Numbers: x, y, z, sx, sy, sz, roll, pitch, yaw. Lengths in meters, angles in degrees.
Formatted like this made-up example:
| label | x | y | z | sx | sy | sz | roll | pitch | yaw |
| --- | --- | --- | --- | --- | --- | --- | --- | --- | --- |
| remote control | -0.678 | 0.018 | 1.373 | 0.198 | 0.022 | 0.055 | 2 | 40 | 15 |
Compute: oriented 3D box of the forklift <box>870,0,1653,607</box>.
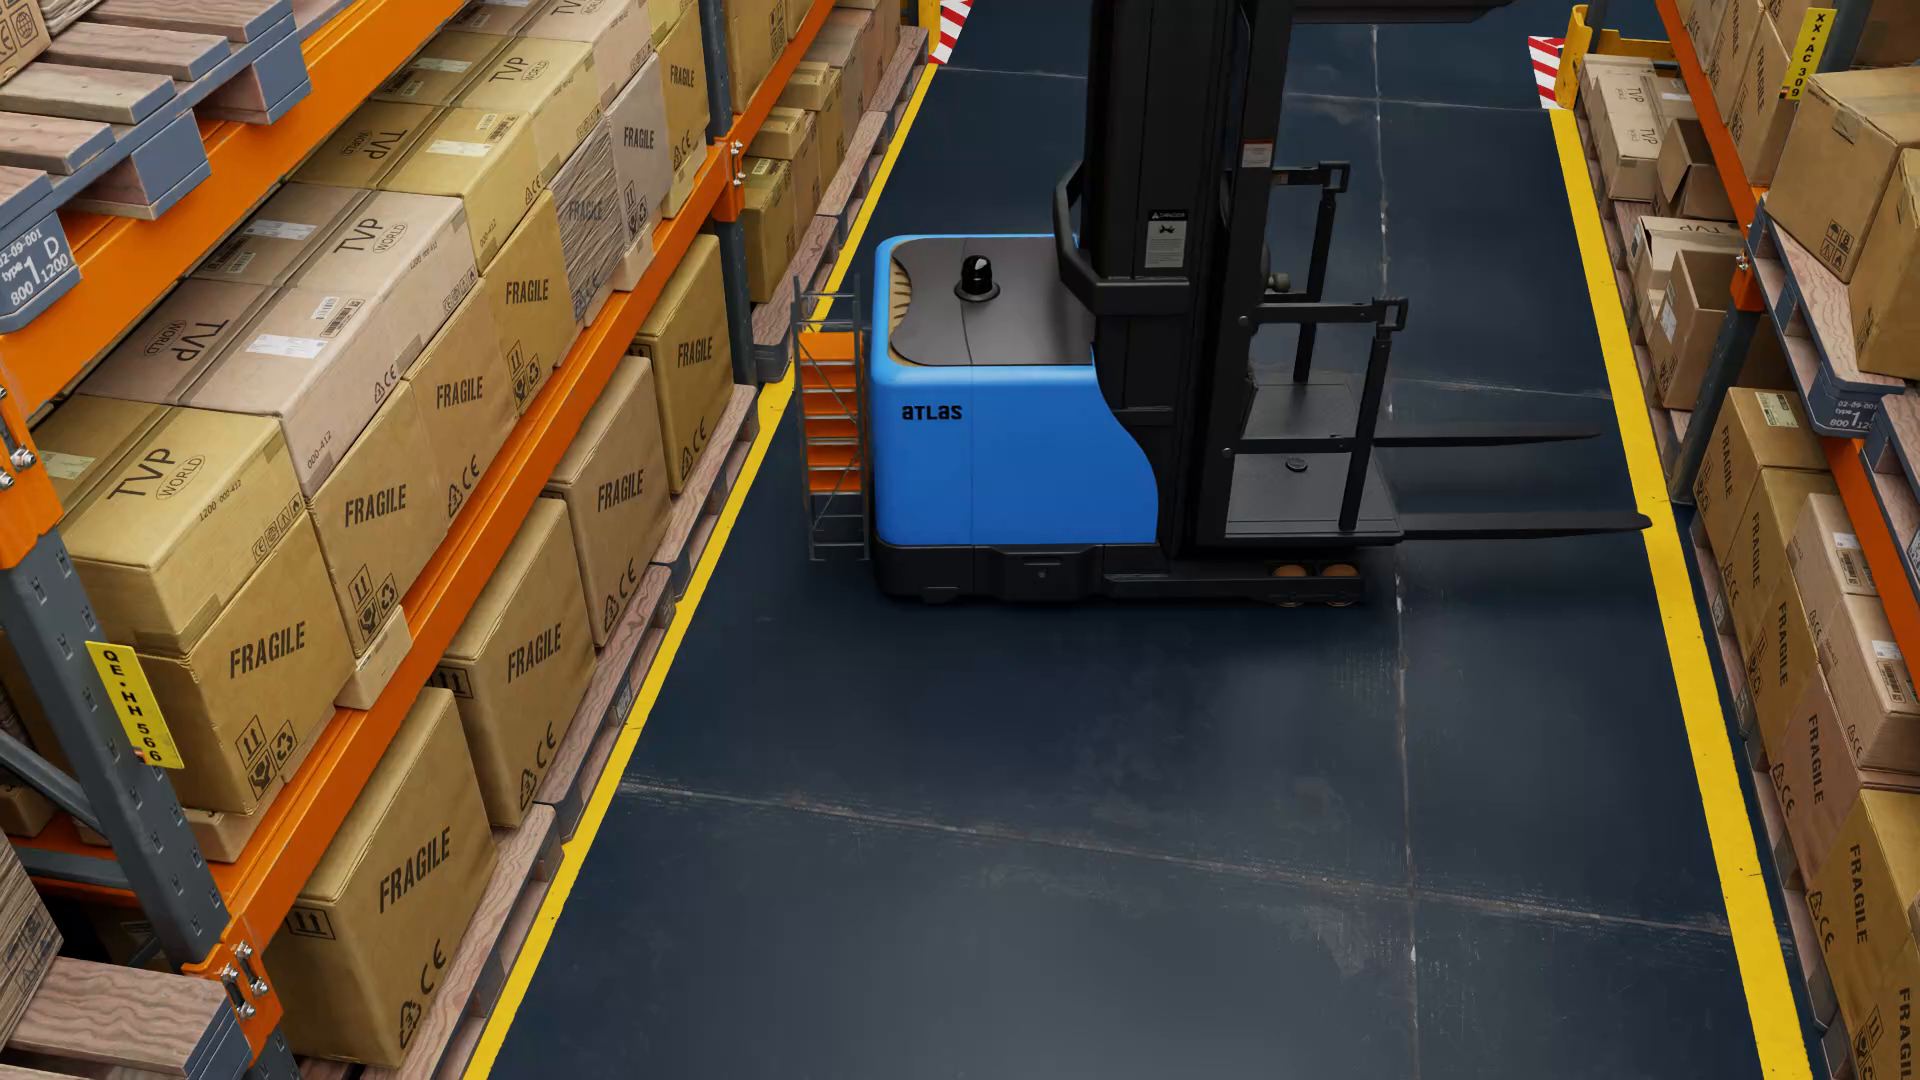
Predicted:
| label | x | y | z | sx | sy | sz | roll | pitch | yaw |
| --- | --- | --- | --- | --- | --- | --- | --- | --- | --- |
| forklift | 1.177 | -1.210 | 5.913 | 3.031 | 2.935 | 1.130 | -1 | 40 | -1 |

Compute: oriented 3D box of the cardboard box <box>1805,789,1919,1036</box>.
| label | x | y | z | sx | sy | sz | roll | pitch | yaw |
| --- | --- | --- | --- | --- | --- | --- | --- | --- | --- |
| cardboard box | 2.793 | 1.080 | 4.707 | 0.500 | 0.500 | 0.500 | 5 | 40 | 6 |

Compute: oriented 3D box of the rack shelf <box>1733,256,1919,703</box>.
| label | x | y | z | sx | sy | sz | roll | pitch | yaw |
| --- | --- | --- | --- | --- | --- | --- | --- | --- | --- |
| rack shelf | 3.119 | 0.246 | 4.664 | 1.077 | 0.370 | 4.000 | 6 | 40 | 8 |

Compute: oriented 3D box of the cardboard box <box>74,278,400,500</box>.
| label | x | y | z | sx | sy | sz | roll | pitch | yaw |
| --- | --- | --- | --- | --- | --- | --- | --- | --- | --- |
| cardboard box | -1.682 | -0.364 | 3.920 | 0.500 | 0.250 | 0.500 | 6 | 40 | 7 |

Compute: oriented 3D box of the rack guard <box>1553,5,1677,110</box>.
| label | x | y | z | sx | sy | sz | roll | pitch | yaw |
| --- | --- | --- | --- | --- | --- | --- | --- | --- | --- |
| rack guard | 4.144 | -2.786 | 9.728 | 1.175 | 0.500 | 0.348 | 6 | 40 | 8 |

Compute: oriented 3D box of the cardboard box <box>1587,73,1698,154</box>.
| label | x | y | z | sx | sy | sz | roll | pitch | yaw |
| --- | --- | --- | --- | --- | --- | --- | --- | --- | --- |
| cardboard box | 3.697 | -2.283 | 8.970 | 0.500 | 0.250 | 0.500 | 6 | 40 | 8 |

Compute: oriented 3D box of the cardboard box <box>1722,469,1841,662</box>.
| label | x | y | z | sx | sy | sz | roll | pitch | yaw |
| --- | --- | --- | --- | --- | --- | --- | --- | --- | --- |
| cardboard box | 3.060 | 0.120 | 5.868 | 0.500 | 0.500 | 0.500 | 7 | 40 | 8 |

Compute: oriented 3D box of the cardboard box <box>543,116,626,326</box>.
| label | x | y | z | sx | sy | sz | roll | pitch | yaw |
| --- | --- | --- | --- | --- | --- | --- | --- | --- | --- |
| cardboard box | -1.420 | -1.039 | 5.325 | 0.500 | 0.500 | 0.500 | 6 | 40 | 8 |

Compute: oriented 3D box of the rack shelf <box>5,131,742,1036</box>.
| label | x | y | z | sx | sy | sz | roll | pitch | yaw |
| --- | --- | --- | --- | --- | --- | --- | --- | --- | --- |
| rack shelf | -1.761 | -0.298 | 5.321 | 1.077 | 0.370 | 4.000 | 6 | 40 | 8 |

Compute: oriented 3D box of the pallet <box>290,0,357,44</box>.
| label | x | y | z | sx | sy | sz | roll | pitch | yaw |
| --- | --- | --- | --- | --- | --- | --- | --- | --- | --- |
| pallet | -1.857 | -1.516 | 4.023 | 1.003 | 0.211 | 1.213 | 8 | 40 | 10 |

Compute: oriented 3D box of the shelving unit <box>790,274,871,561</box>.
| label | x | y | z | sx | sy | sz | roll | pitch | yaw |
| --- | --- | --- | --- | --- | --- | --- | --- | --- | --- |
| shelving unit | -0.483 | -0.440 | 6.340 | 0.258 | 1.200 | 0.189 | -1 | 40 | -1 |

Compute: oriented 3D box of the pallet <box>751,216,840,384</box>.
| label | x | y | z | sx | sy | sz | roll | pitch | yaw |
| --- | --- | --- | --- | --- | --- | --- | --- | --- | --- |
| pallet | -1.206 | -1.225 | 8.066 | 1.003 | 0.211 | 1.213 | 6 | 40 | 8 |

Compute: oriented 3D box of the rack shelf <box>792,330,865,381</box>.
| label | x | y | z | sx | sy | sz | roll | pitch | yaw |
| --- | --- | --- | --- | --- | --- | --- | --- | --- | --- |
| rack shelf | -0.483 | -0.683 | 6.139 | 0.258 | 0.103 | 0.180 | -1 | 40 | -1 |

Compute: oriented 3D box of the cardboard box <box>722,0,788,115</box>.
| label | x | y | z | sx | sy | sz | roll | pitch | yaw |
| --- | --- | --- | --- | --- | --- | --- | --- | --- | --- |
| cardboard box | -1.305 | -2.285 | 6.924 | 0.980 | 0.700 | 0.700 | 7 | 40 | 8 |

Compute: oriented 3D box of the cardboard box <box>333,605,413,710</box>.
| label | x | y | z | sx | sy | sz | roll | pitch | yaw |
| --- | --- | --- | --- | --- | --- | --- | --- | --- | --- |
| cardboard box | -1.640 | 0.273 | 4.247 | 0.380 | 0.149 | 0.250 | 8 | 40 | 9 |

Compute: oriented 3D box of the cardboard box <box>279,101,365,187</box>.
| label | x | y | z | sx | sy | sz | roll | pitch | yaw |
| --- | --- | --- | --- | --- | --- | --- | --- | --- | --- |
| cardboard box | -2.011 | -1.049 | 4.749 | 0.500 | 0.250 | 0.500 | 6 | 40 | 7 |

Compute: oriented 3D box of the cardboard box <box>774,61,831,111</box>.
| label | x | y | z | sx | sy | sz | roll | pitch | yaw |
| --- | --- | --- | --- | --- | --- | --- | --- | --- | --- |
| cardboard box | -0.855 | -2.260 | 8.252 | 0.380 | 0.149 | 0.250 | 5 | 40 | 6 |

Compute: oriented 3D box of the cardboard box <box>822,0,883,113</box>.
| label | x | y | z | sx | sy | sz | roll | pitch | yaw |
| --- | --- | --- | --- | --- | --- | --- | --- | --- | --- |
| cardboard box | -0.832 | -2.775 | 9.385 | 0.700 | 0.500 | 0.500 | 6 | 40 | 8 |

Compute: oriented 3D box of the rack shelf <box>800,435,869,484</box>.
| label | x | y | z | sx | sy | sz | roll | pitch | yaw |
| --- | --- | --- | --- | --- | --- | --- | --- | --- | --- |
| rack shelf | -0.483 | -0.313 | 6.445 | 0.258 | 0.103 | 0.180 | -1 | 40 | -1 |

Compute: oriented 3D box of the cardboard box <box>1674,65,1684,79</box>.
| label | x | y | z | sx | sy | sz | roll | pitch | yaw |
| --- | --- | --- | --- | --- | --- | --- | --- | --- | --- |
| cardboard box | 4.305 | -2.635 | 9.200 | 0.500 | 0.500 | 0.500 | 6 | 40 | 8 |

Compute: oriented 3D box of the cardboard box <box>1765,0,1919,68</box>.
| label | x | y | z | sx | sy | sz | roll | pitch | yaw |
| --- | --- | --- | --- | --- | --- | --- | --- | --- | --- |
| cardboard box | 3.297 | -2.057 | 6.020 | 0.500 | 0.500 | 0.500 | 7 | 40 | 8 |

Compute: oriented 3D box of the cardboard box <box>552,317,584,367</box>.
| label | x | y | z | sx | sy | sz | roll | pitch | yaw |
| --- | --- | --- | --- | --- | --- | --- | --- | --- | --- |
| cardboard box | -1.458 | -0.706 | 5.431 | 0.380 | 0.149 | 0.250 | 5 | 40 | 6 |

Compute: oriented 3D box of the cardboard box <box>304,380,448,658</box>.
| label | x | y | z | sx | sy | sz | roll | pitch | yaw |
| --- | --- | --- | --- | --- | --- | --- | --- | --- | --- |
| cardboard box | -1.671 | -0.086 | 4.172 | 0.500 | 0.500 | 0.500 | 8 | 40 | 9 |

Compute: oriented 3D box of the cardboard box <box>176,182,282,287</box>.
| label | x | y | z | sx | sy | sz | roll | pitch | yaw |
| --- | --- | --- | --- | --- | --- | --- | --- | --- | --- |
| cardboard box | -2.099 | -0.730 | 4.363 | 0.500 | 0.250 | 0.500 | 5 | 40 | 7 |

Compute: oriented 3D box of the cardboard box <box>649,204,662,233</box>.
| label | x | y | z | sx | sy | sz | roll | pitch | yaw |
| --- | --- | --- | --- | --- | --- | --- | --- | --- | --- |
| cardboard box | -1.304 | -1.180 | 6.004 | 0.380 | 0.149 | 0.250 | 8 | 40 | 9 |

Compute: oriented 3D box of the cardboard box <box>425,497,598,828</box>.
| label | x | y | z | sx | sy | sz | roll | pitch | yaw |
| --- | --- | --- | --- | --- | --- | --- | --- | --- | --- |
| cardboard box | -1.693 | 0.350 | 5.330 | 0.750 | 0.750 | 0.750 | 6 | 40 | 7 |

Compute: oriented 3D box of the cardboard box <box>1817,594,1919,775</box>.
| label | x | y | z | sx | sy | sz | roll | pitch | yaw |
| --- | --- | --- | --- | --- | --- | --- | --- | --- | --- |
| cardboard box | 2.882 | 0.437 | 4.895 | 0.500 | 0.250 | 0.500 | 6 | 40 | 7 |

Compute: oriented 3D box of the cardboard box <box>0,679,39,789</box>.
| label | x | y | z | sx | sy | sz | roll | pitch | yaw |
| --- | --- | --- | --- | --- | --- | --- | --- | --- | --- |
| cardboard box | -2.285 | 0.193 | 3.835 | 0.500 | 0.500 | 0.500 | 7 | 40 | 8 |

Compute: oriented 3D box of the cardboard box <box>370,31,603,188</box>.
| label | x | y | z | sx | sy | sz | roll | pitch | yaw |
| --- | --- | --- | --- | --- | --- | --- | --- | --- | --- |
| cardboard box | -1.430 | -1.319 | 5.076 | 0.500 | 0.250 | 0.500 | 7 | 40 | 9 |

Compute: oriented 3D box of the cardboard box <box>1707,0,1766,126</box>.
| label | x | y | z | sx | sy | sz | roll | pitch | yaw |
| --- | --- | --- | --- | --- | --- | --- | --- | --- | --- |
| cardboard box | 3.386 | -1.991 | 6.726 | 0.500 | 0.500 | 0.500 | 7 | 40 | 9 |

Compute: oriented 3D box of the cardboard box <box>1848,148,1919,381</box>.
| label | x | y | z | sx | sy | sz | roll | pitch | yaw |
| --- | --- | --- | --- | --- | --- | --- | --- | --- | --- |
| cardboard box | 3.106 | -0.776 | 4.927 | 0.700 | 0.500 | 0.500 | 12 | 41 | 15 |

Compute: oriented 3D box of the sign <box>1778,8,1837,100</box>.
| label | x | y | z | sx | sy | sz | roll | pitch | yaw |
| --- | --- | --- | --- | --- | --- | --- | --- | --- | --- |
| sign | 2.929 | -1.676 | 5.743 | 0.100 | 0.325 | 0.005 | 6 | 40 | 8 |

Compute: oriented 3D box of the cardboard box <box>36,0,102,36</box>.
| label | x | y | z | sx | sy | sz | roll | pitch | yaw |
| --- | --- | --- | --- | --- | --- | --- | --- | --- | --- |
| cardboard box | -2.040 | -1.334 | 3.231 | 0.700 | 0.500 | 0.500 | 4 | 40 | 5 |

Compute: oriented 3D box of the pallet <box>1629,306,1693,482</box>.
| label | x | y | z | sx | sy | sz | roll | pitch | yaw |
| --- | --- | --- | --- | --- | --- | --- | --- | --- | --- |
| pallet | 3.584 | -0.643 | 7.362 | 1.003 | 0.211 | 1.213 | 6 | 40 | 8 |

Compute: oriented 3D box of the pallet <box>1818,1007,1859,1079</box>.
| label | x | y | z | sx | sy | sz | roll | pitch | yaw |
| --- | --- | --- | --- | --- | --- | --- | --- | --- | --- |
| pallet | 2.939 | 1.834 | 4.366 | 1.003 | 0.211 | 1.213 | 6 | 40 | 8 |

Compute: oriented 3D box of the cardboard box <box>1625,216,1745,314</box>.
| label | x | y | z | sx | sy | sz | roll | pitch | yaw |
| --- | --- | --- | --- | --- | --- | --- | --- | --- | --- |
| cardboard box | 3.414 | -1.280 | 7.709 | 0.500 | 0.311 | 0.500 | 6 | 40 | 8 |

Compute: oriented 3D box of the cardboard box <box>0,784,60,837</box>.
| label | x | y | z | sx | sy | sz | roll | pitch | yaw |
| --- | --- | --- | --- | --- | --- | --- | --- | --- | --- |
| cardboard box | -2.303 | 0.536 | 3.929 | 0.380 | 0.149 | 0.250 | 7 | 40 | 8 |

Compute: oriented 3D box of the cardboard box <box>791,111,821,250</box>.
| label | x | y | z | sx | sy | sz | roll | pitch | yaw |
| --- | --- | --- | --- | --- | --- | --- | --- | --- | --- |
| cardboard box | -1.094 | -1.802 | 8.208 | 0.700 | 0.500 | 0.500 | 6 | 40 | 7 |

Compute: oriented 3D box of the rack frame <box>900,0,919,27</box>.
| label | x | y | z | sx | sy | sz | roll | pitch | yaw |
| --- | --- | --- | --- | --- | --- | --- | --- | --- | --- |
| rack frame | -0.723 | -4.341 | 9.647 | 1.000 | 3.000 | 0.127 | 6 | 40 | 8 |

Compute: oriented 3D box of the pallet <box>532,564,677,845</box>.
| label | x | y | z | sx | sy | sz | roll | pitch | yaw |
| --- | --- | --- | --- | --- | --- | --- | --- | --- | --- |
| pallet | -1.683 | 0.504 | 5.974 | 1.003 | 0.211 | 1.213 | 6 | 40 | 8 |
